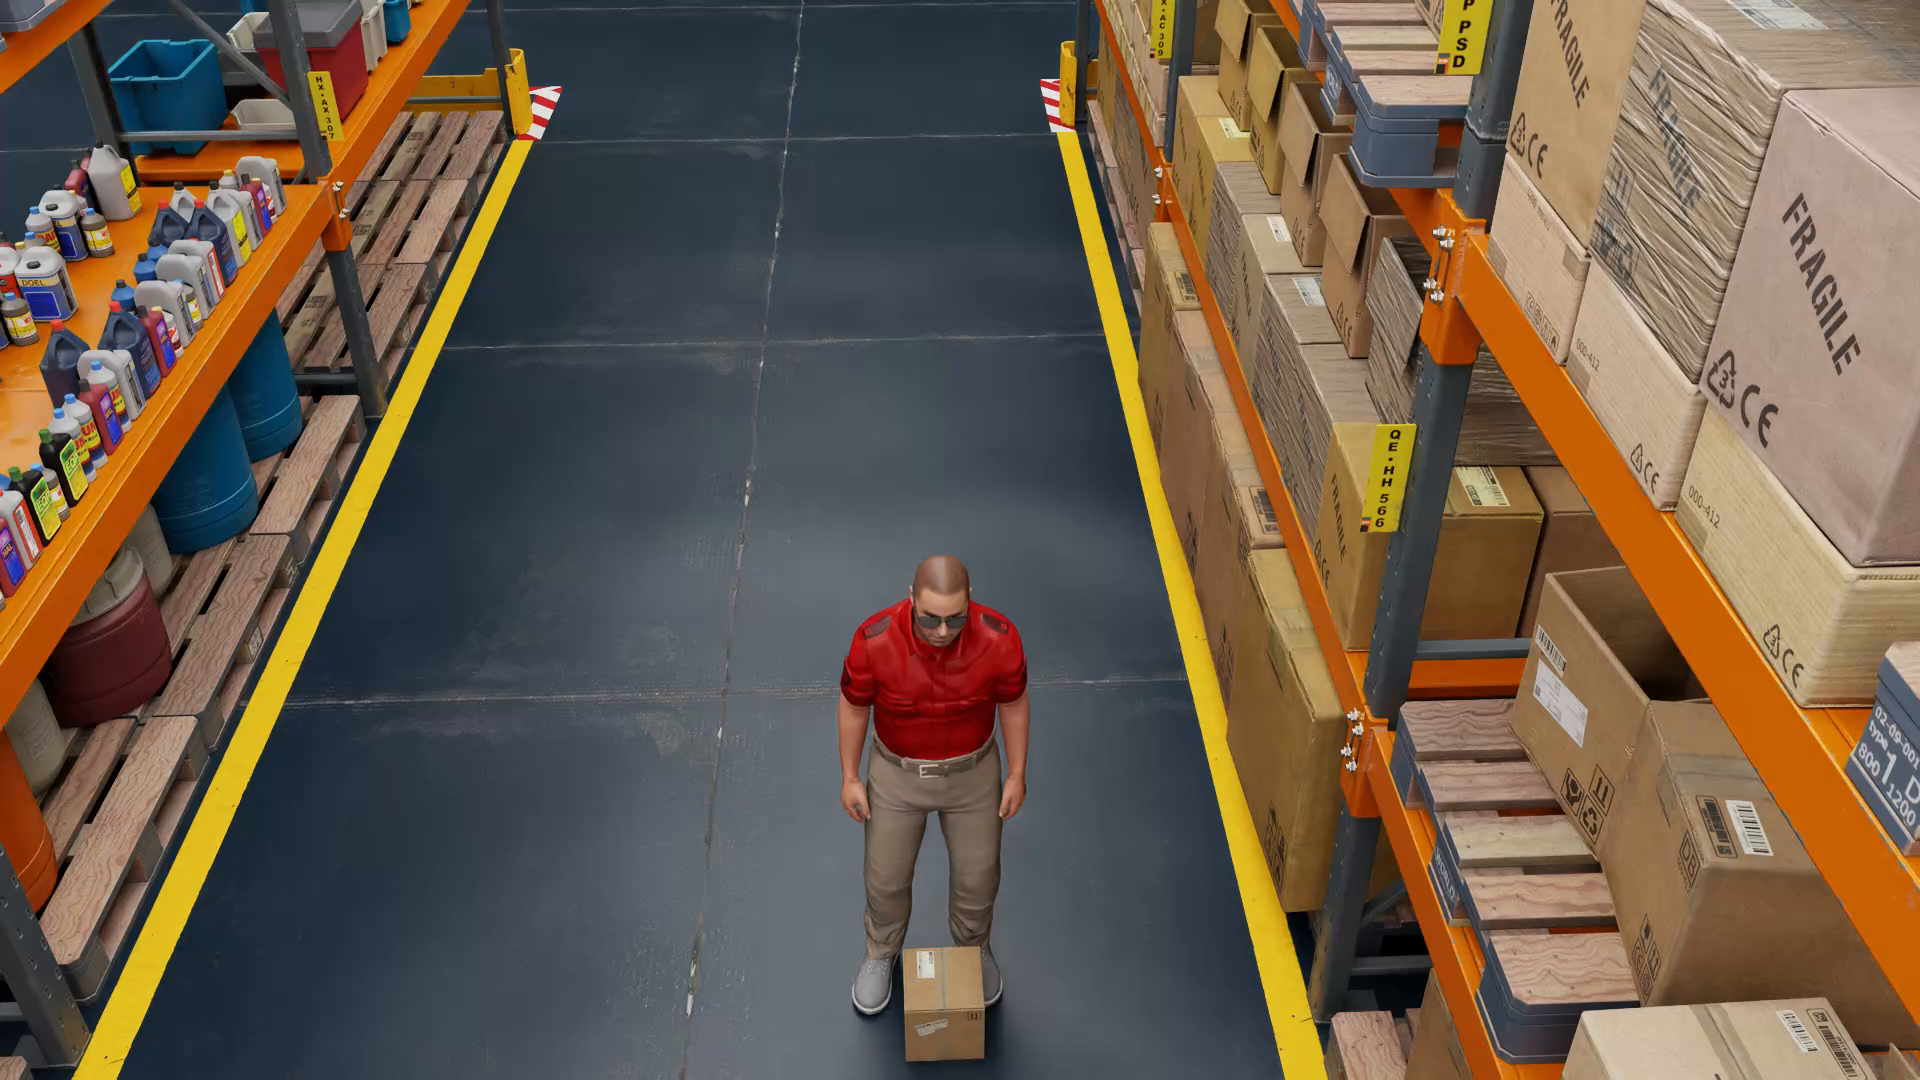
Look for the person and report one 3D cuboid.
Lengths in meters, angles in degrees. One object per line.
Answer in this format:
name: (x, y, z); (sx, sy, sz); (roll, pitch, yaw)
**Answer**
person: (-0.078, 0.734, 5.110); (0.584, 1.726, 0.395); (-2, 35, -3)
